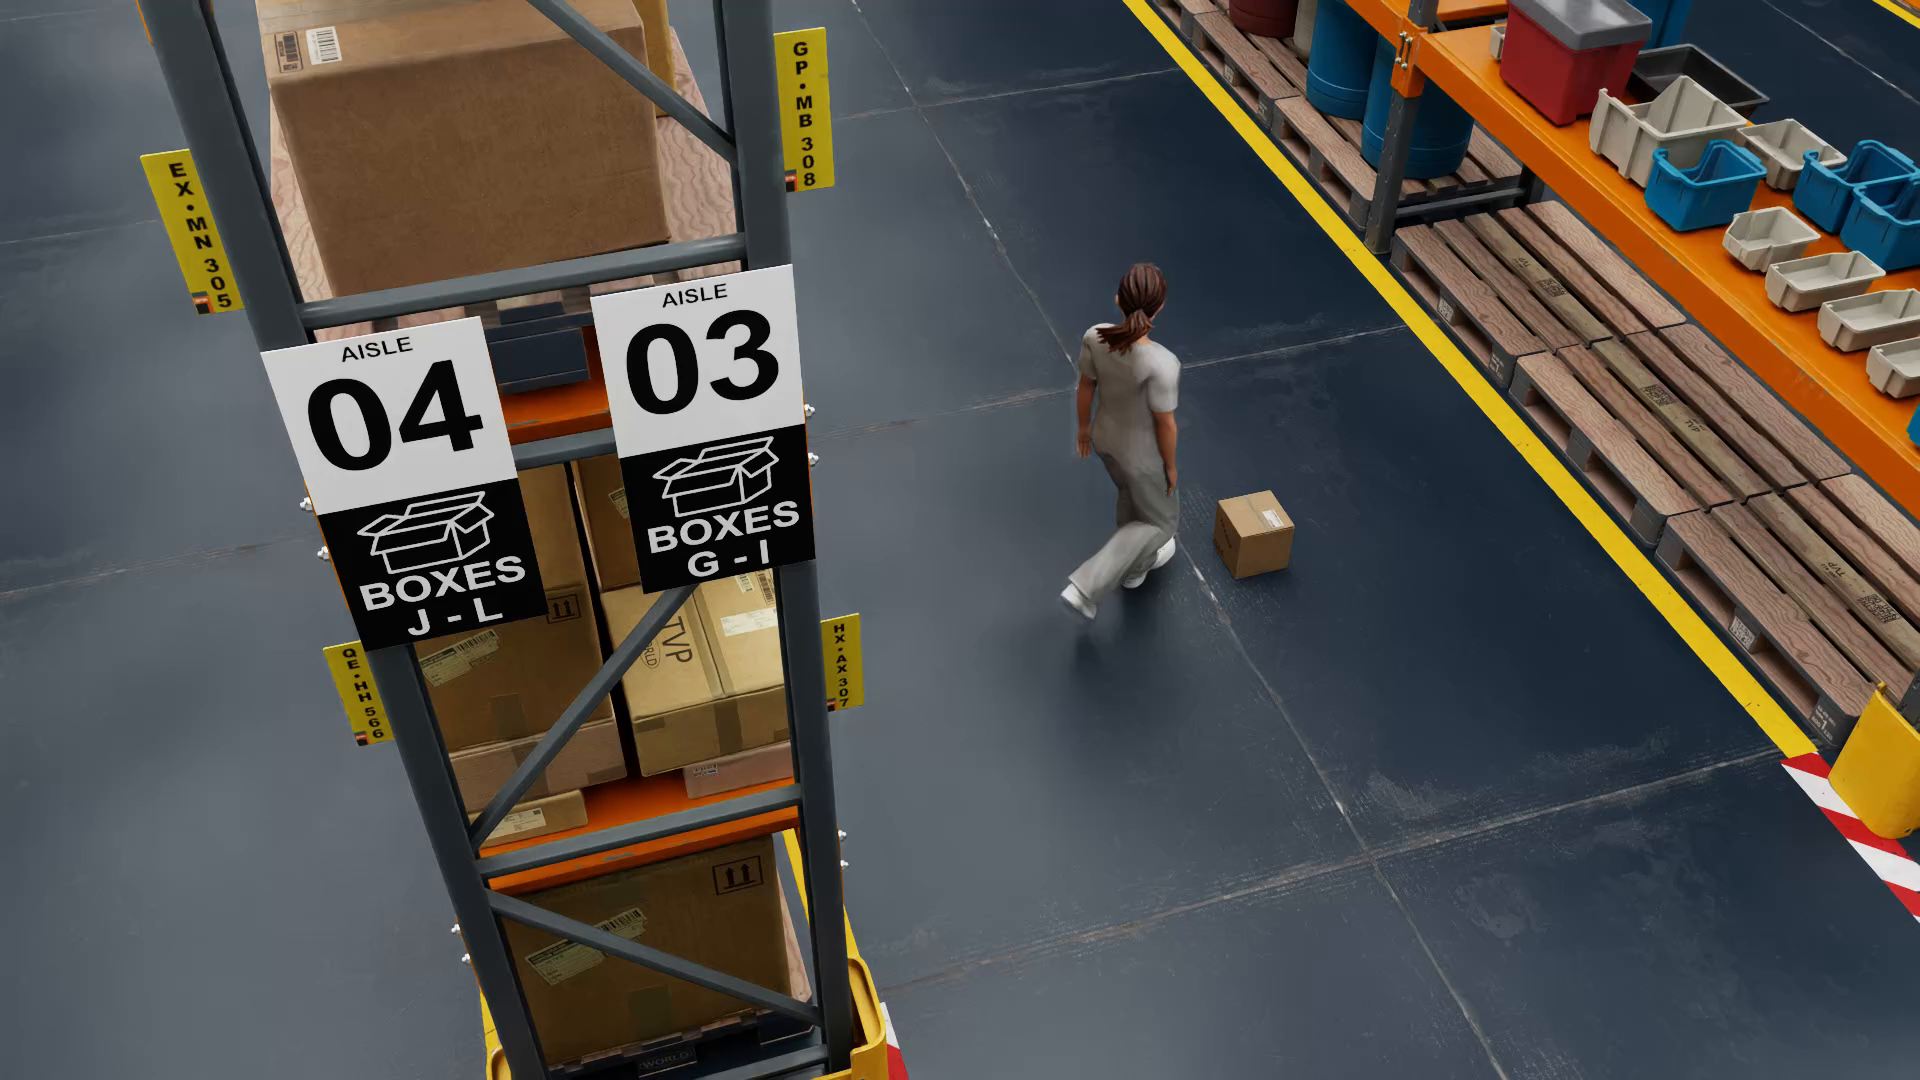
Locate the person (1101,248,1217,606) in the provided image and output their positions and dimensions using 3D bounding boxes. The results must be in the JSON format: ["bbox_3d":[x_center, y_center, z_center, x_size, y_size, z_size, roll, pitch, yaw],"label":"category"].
[{"bbox_3d":[0.755,-0.409,6.596,0.471,1.640,0.471,-26,48,-25],"label":"person"}]
